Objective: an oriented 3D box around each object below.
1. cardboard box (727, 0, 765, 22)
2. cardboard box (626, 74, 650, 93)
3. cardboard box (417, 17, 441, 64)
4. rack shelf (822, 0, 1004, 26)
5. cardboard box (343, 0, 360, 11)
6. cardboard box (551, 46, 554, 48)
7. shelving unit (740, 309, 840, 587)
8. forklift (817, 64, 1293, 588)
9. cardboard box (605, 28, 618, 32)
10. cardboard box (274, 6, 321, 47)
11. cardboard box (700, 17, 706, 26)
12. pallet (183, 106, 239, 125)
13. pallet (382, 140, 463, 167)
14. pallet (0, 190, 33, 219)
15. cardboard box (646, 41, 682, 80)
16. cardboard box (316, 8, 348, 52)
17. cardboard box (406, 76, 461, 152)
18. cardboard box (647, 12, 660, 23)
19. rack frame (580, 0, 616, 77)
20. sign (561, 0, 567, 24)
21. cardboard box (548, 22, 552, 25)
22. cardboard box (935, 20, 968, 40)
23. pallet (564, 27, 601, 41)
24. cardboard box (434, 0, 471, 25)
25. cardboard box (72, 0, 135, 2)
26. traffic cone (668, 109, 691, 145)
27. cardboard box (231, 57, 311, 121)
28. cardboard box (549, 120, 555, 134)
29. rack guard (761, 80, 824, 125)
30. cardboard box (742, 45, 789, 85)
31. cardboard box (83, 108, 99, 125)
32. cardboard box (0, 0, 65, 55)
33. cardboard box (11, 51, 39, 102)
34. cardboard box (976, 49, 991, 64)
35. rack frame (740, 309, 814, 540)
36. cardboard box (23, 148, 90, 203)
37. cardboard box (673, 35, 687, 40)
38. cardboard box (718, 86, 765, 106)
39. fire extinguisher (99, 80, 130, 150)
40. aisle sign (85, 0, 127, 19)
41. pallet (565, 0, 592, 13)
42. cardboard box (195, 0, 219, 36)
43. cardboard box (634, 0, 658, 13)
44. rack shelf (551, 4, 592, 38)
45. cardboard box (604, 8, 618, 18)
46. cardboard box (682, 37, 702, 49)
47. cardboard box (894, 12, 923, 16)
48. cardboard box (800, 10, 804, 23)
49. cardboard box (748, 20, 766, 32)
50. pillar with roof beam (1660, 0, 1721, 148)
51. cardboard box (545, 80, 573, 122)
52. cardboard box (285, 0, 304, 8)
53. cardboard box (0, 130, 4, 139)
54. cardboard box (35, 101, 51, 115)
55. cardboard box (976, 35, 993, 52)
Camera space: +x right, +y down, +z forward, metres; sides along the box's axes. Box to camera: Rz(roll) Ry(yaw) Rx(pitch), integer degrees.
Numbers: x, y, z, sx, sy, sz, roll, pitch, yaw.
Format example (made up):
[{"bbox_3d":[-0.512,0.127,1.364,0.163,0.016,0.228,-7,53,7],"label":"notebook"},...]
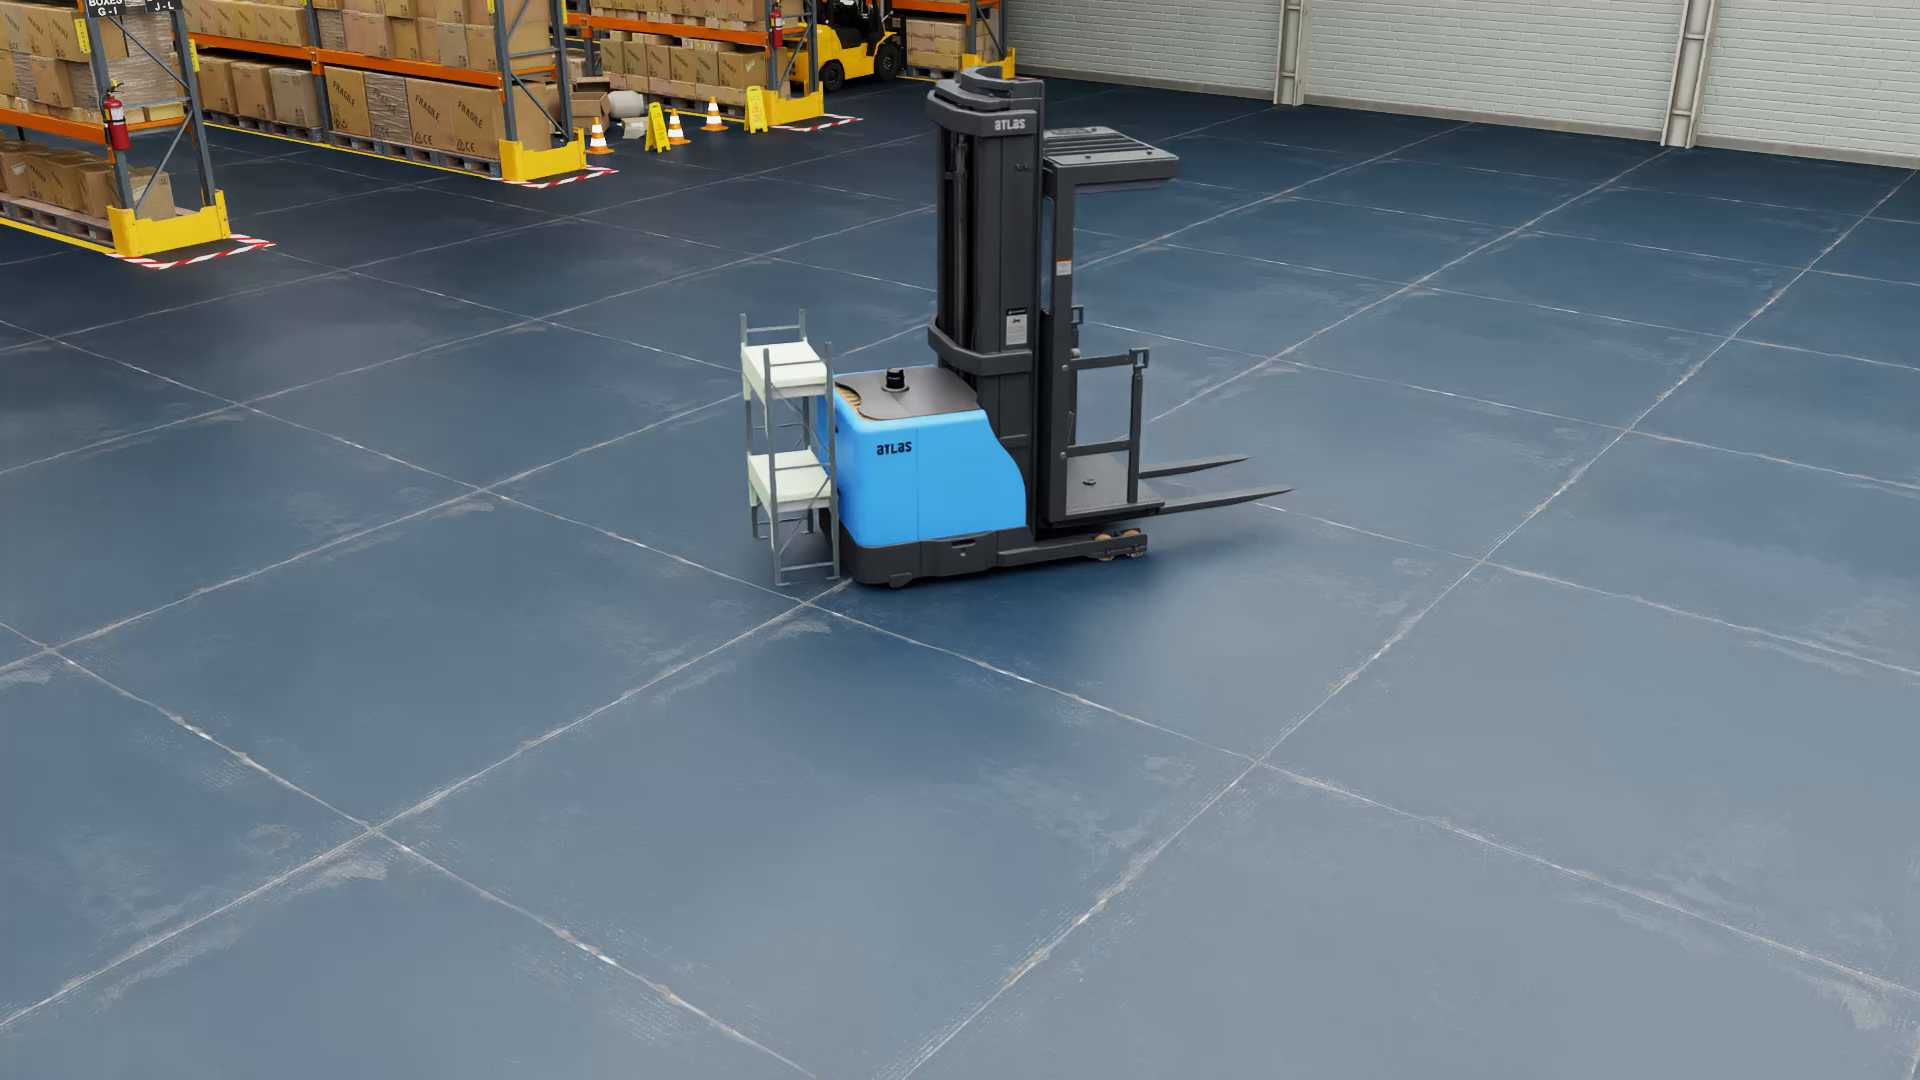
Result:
[{"bbox_3d":[-3.098,-7.972,24.629,0.500,0.500,0.500,16,29,32],"label":"cardboard box"},{"bbox_3d":[-4.955,-7.293,26.472,0.500,0.250,0.500,19,30,36],"label":"cardboard box"},{"bbox_3d":[-6.536,-6.572,21.759,0.550,0.550,0.875,17,29,33],"label":"cardboard box"},{"bbox_3d":[-1.124,-9.504,29.493,4.000,0.370,1.077,17,29,33],"label":"rack shelf"},{"bbox_3d":[-7.802,-7.460,22.436,0.550,0.550,0.875,17,29,33],"label":"cardboard box"},{"bbox_3d":[-7.255,-8.171,28.312,0.625,0.372,0.950,18,29,35],"label":"cardboard box"},{"bbox_3d":[-1.042,-0.571,10.185,0.431,1.500,0.755,-7,25,-16],"label":"shelving unit"},{"bbox_3d":[0.661,-1.399,10.290,3.031,2.935,1.130,-8,25,-18],"label":"forklift"},{"bbox_3d":[-6.787,-10.490,33.417,0.500,0.500,0.500,16,29,33],"label":"cardboard box"},{"bbox_3d":[-9.165,-7.179,23.199,0.500,0.500,0.500,17,29,33],"label":"cardboard box"},{"bbox_3d":[-3.732,-7.908,25.290,0.250,0.149,0.380,17,29,34],"label":"cardboard box"},{"bbox_3d":[-11.202,-6.569,25.398,1.213,0.211,1.003,17,29,33],"label":"pallet"},{"bbox_3d":[-7.045,-5.313,22.547,1.213,0.211,1.003,17,29,33],"label":"pallet"},{"bbox_3d":[-11.084,-4.090,19.772,1.213,0.211,1.003,17,29,33],"label":"pallet"},{"bbox_3d":[-4.539,-7.510,26.035,0.500,0.500,0.500,19,30,36],"label":"cardboard box"},{"bbox_3d":[-8.284,-7.076,22.905,0.550,0.550,0.875,17,29,33],"label":"cardboard box"},{"bbox_3d":[-6.674,-5.701,22.082,0.875,0.875,0.875,16,29,32],"label":"cardboard box"},{"bbox_3d":[-4.621,-8.108,25.743,0.250,0.149,0.380,17,29,34],"label":"cardboard box"},{"bbox_3d":[-5.699,-8.715,26.809,0.127,3.000,1.000,17,29,33],"label":"rack frame"},{"bbox_3d":[-5.048,-6.736,21.146,0.005,0.325,0.100,17,29,33],"label":"sign"},{"bbox_3d":[-8.442,-10.985,34.540,0.500,0.500,0.500,16,29,33],"label":"cardboard box"},{"bbox_3d":[-0.080,-8.752,28.543,0.500,0.250,0.500,18,29,35],"label":"cardboard box"},{"bbox_3d":[-7.472,-10.496,34.311,1.213,0.211,1.003,17,29,33],"label":"pallet"},{"bbox_3d":[-6.155,-6.894,21.152,0.550,0.550,0.875,17,29,33],"label":"cardboard box"},{"bbox_3d":[-9.114,-5.534,17.856,0.500,0.500,0.500,17,29,33],"label":"cardboard box"},{"bbox_3d":[-4.009,-5.834,23.417,0.334,0.463,0.336,17,29,33],"label":"traffic cone"},{"bbox_3d":[-9.907,-6.611,24.305,0.750,0.750,1.050,17,29,33],"label":"cardboard box"},{"bbox_3d":[-6.107,-6.021,24.085,0.396,0.266,0.258,-21,31,-39],"label":"cardboard box"},{"bbox_3d":[-2.559,-6.622,25.159,0.348,0.500,1.175,17,29,33],"label":"rack guard"},{"bbox_3d":[-2.997,-7.314,25.590,0.500,0.500,0.500,16,28,32],"label":"cardboard box"},{"bbox_3d":[-8.993,-4.498,17.550,0.250,0.149,0.380,17,29,33],"label":"cardboard box"},{"bbox_3d":[-9.832,-5.484,17.742,0.500,0.500,0.500,17,29,33],"label":"cardboard box"},{"bbox_3d":[-9.711,-5.091,18.091,0.500,0.500,0.875,17,29,33],"label":"cardboard box"},{"bbox_3d":[0.200,-8.466,29.133,0.500,0.250,0.500,17,29,34],"label":"cardboard box"},{"bbox_3d":[-1.150,-0.712,10.505,0.400,1.500,0.023,-7,25,-16],"label":"rack frame"},{"bbox_3d":[-10.339,-4.195,19.131,0.500,0.500,0.500,14,27,29],"label":"cardboard box"},{"bbox_3d":[-4.656,-7.813,26.721,0.500,0.500,0.500,17,29,34],"label":"cardboard box"},{"bbox_3d":[-3.325,-6.796,25.343,0.500,0.250,0.500,17,29,33],"label":"cardboard box"},{"bbox_3d":[-8.626,-4.338,16.972,0.183,0.674,0.296,17,29,33],"label":"fire extinguisher"},{"bbox_3d":[-8.572,-5.628,16.579,0.004,0.787,0.394,17,29,33],"label":"aisle sign"},{"bbox_3d":[-6.223,-8.859,27.373,1.213,0.211,1.003,17,29,33],"label":"pallet"},{"bbox_3d":[-10.778,-7.666,24.306,0.500,0.500,0.500,17,29,33],"label":"cardboard box"},{"bbox_3d":[-4.704,-8.461,25.739,0.500,0.500,0.500,17,29,33],"label":"cardboard box"},{"bbox_3d":[-7.299,-8.869,28.051,4.000,0.370,1.077,17,29,33],"label":"rack shelf"},{"bbox_3d":[-5.406,-8.376,26.351,0.250,0.149,0.380,18,29,35],"label":"cardboard box"},{"bbox_3d":[-4.039,-7.624,25.488,0.250,0.149,0.380,18,30,35],"label":"cardboard box"},{"bbox_3d":[-0.997,-9.289,29.761,0.500,0.250,0.500,16,28,32],"label":"cardboard box"},{"bbox_3d":[-3.149,-9.545,31.118,0.625,0.625,0.875,18,30,36],"label":"cardboard box"},{"bbox_3d":[-2.926,-7.654,24.713,0.250,0.149,0.380,18,29,35],"label":"cardboard box"},{"bbox_3d":[7.480,-8.264,18.344,0.400,9.000,9.100,17,29,33],"label":"pillar with roof beam"},{"bbox_3d":[-6.175,-6.499,24.707,0.503,0.637,0.797,17,29,33],"label":"cardboard box"},{"bbox_3d":[-8.987,-7.715,23.175,0.500,0.500,0.700,16,29,32],"label":"cardboard box"},{"bbox_3d":[-12.121,-4.730,20.320,0.500,0.500,0.700,14,28,29],"label":"cardboard box"},{"bbox_3d":[-9.803,-4.734,18.087,0.250,0.149,0.380,17,29,33],"label":"cardboard box"},{"bbox_3d":[0.224,-8.693,29.029,0.500,0.250,0.500,17,29,34],"label":"cardboard box"}]
